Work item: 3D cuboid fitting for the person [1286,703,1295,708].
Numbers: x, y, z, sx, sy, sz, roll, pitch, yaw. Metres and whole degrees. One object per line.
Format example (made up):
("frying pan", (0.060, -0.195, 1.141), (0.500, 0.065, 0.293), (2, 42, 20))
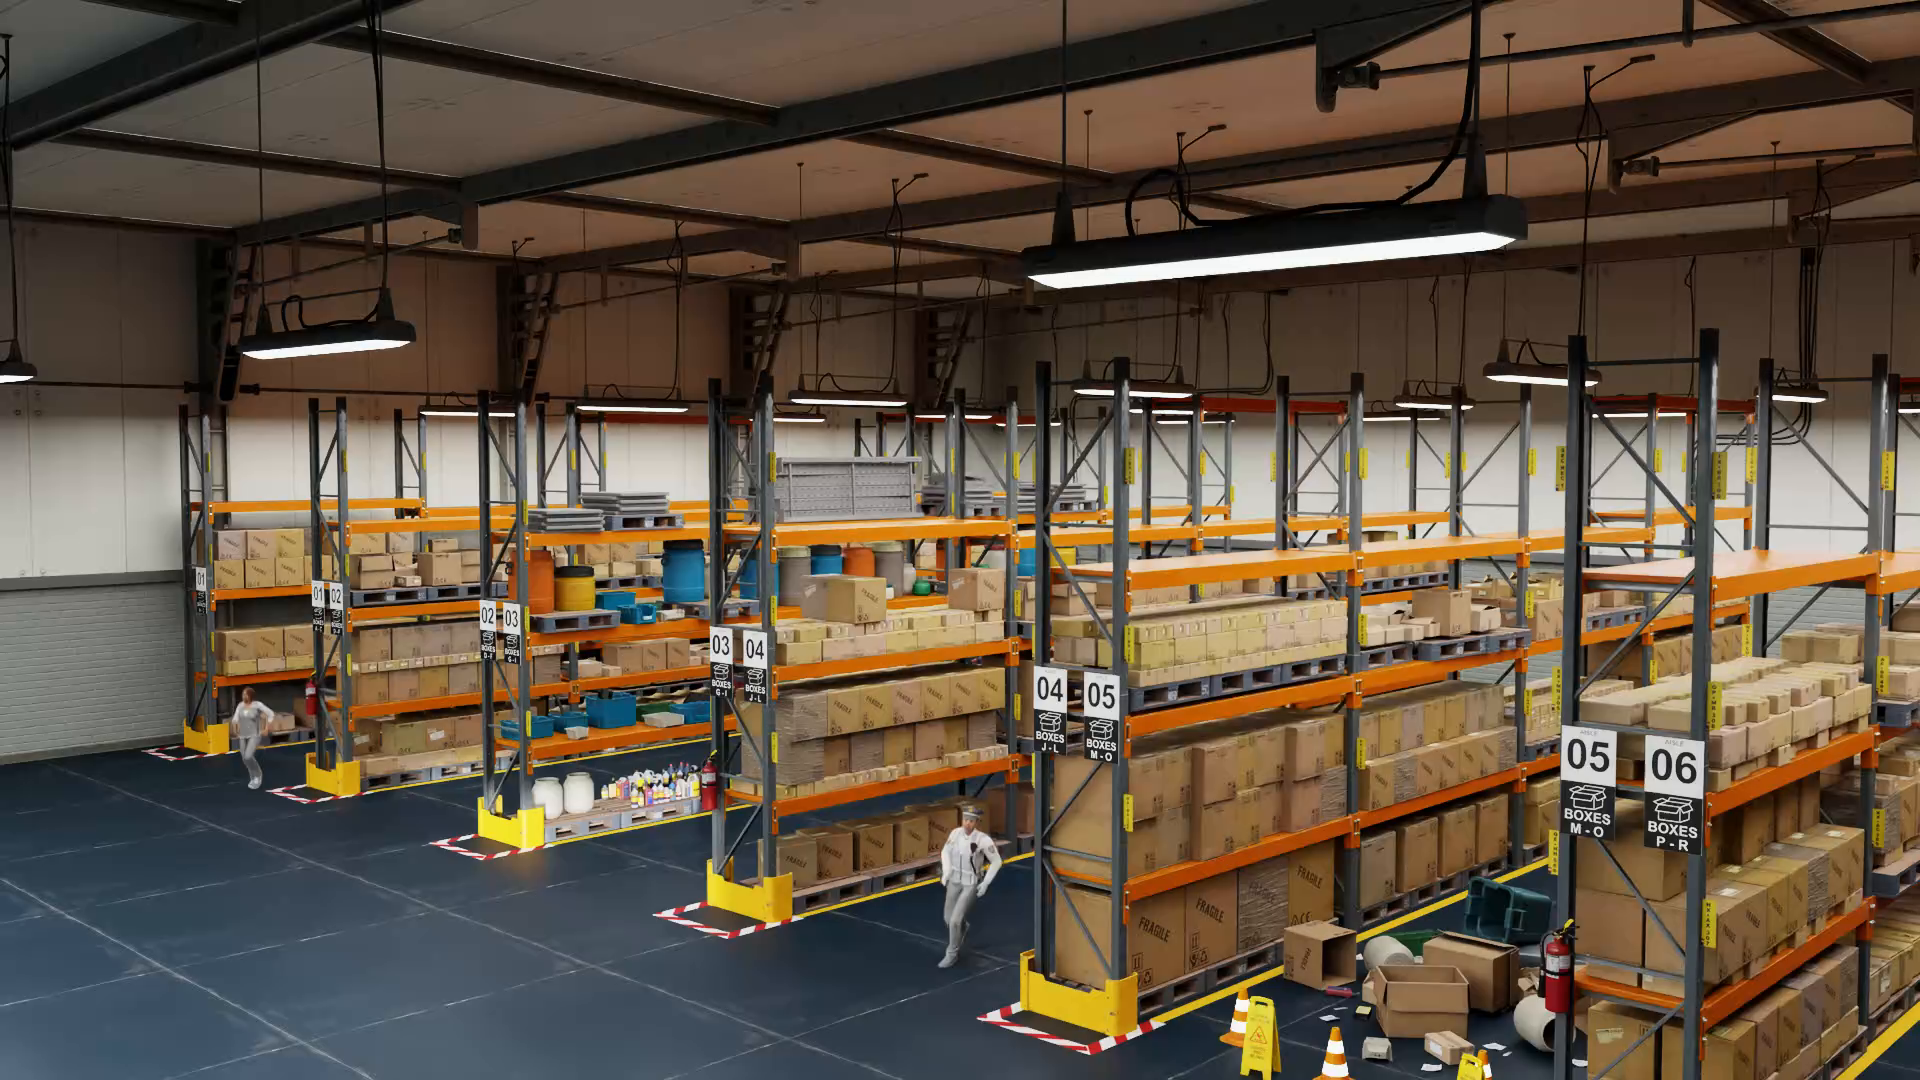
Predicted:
("person", (4.819, 3.099, 23.813), (0.581, 1.650, 1.082), (2, 4, 39))

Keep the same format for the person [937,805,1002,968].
("person", (0.126, 3.471, 16.839), (0.666, 1.657, 0.651), (1, 3, 26))

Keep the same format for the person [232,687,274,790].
("person", (-10.848, 3.036, 25.422), (0.563, 1.584, 0.638), (0, 3, 7))
